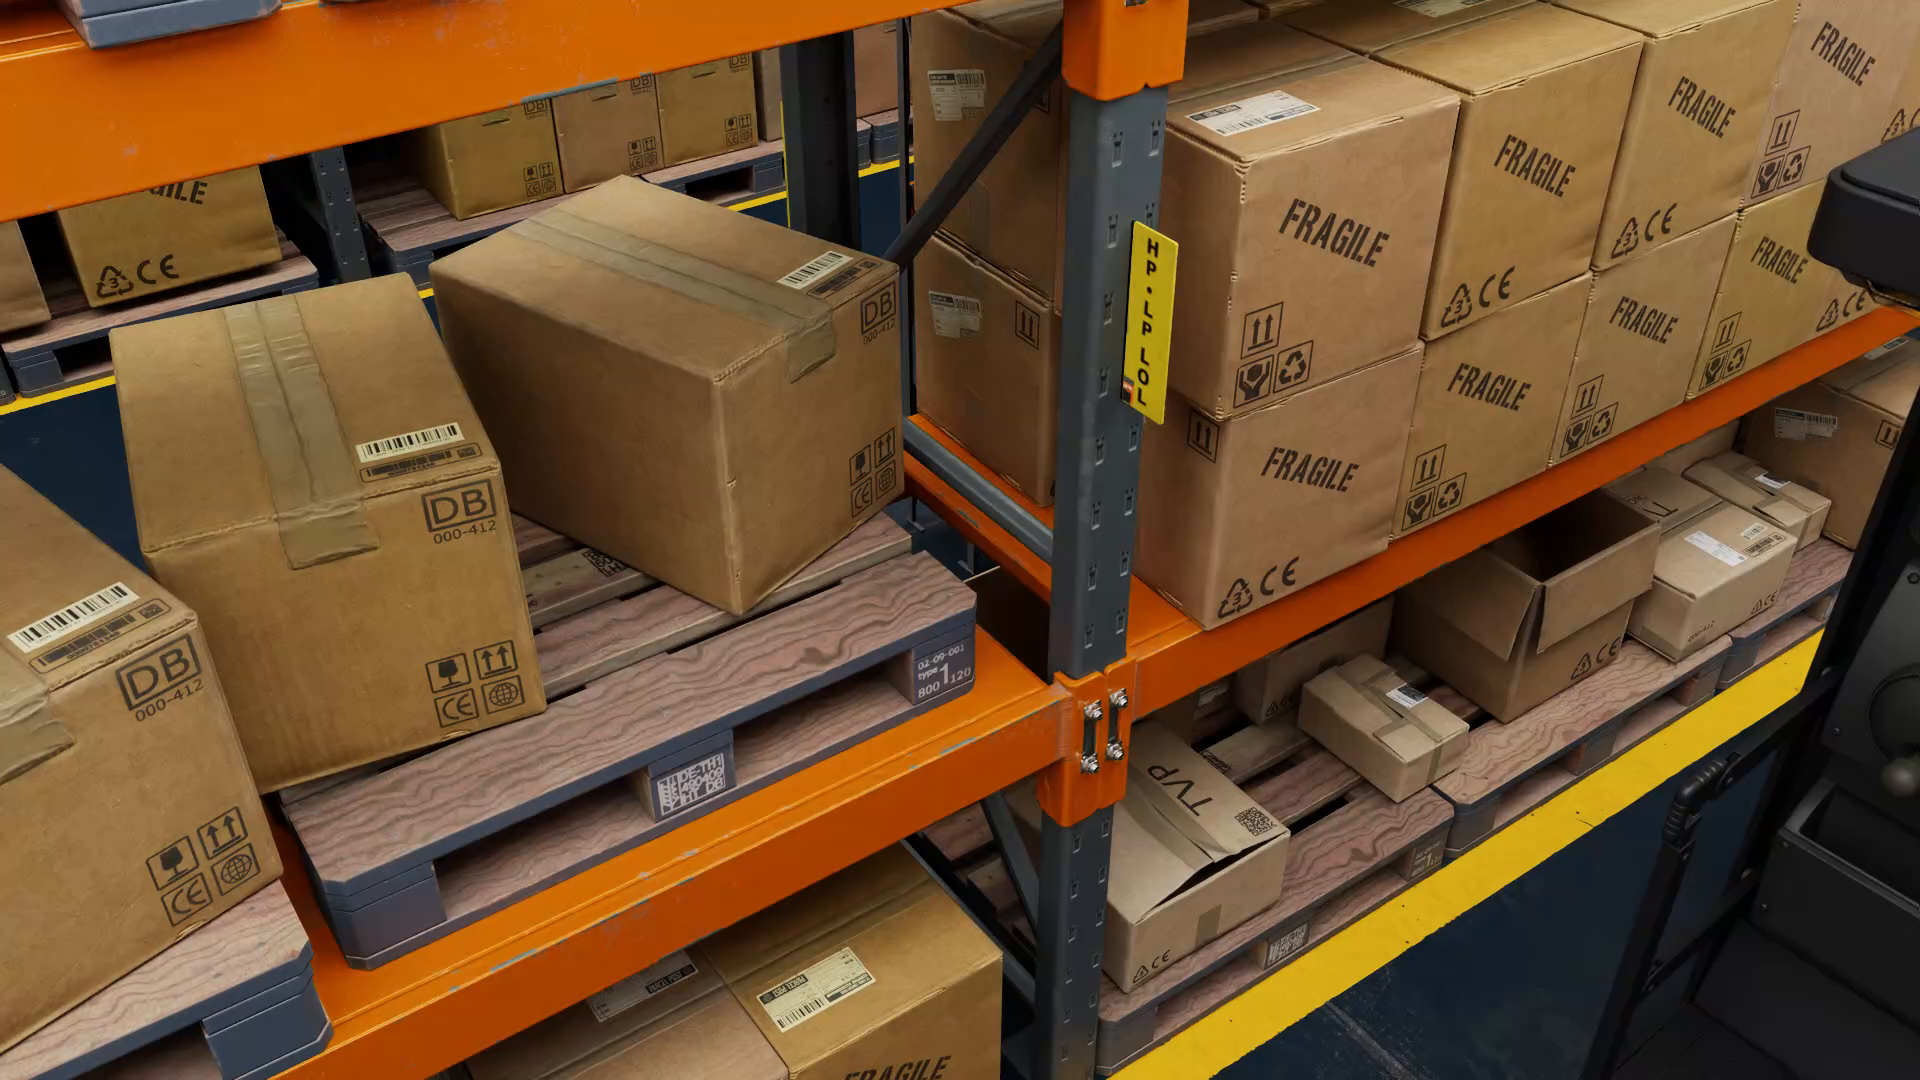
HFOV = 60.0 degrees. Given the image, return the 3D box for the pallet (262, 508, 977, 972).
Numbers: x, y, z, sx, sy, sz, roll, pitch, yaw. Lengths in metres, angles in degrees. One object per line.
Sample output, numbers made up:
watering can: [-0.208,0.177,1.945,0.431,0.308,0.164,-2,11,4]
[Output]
pallet: [-0.736,0.157,3.128,1.213,0.211,1.003,-22,41,-28]

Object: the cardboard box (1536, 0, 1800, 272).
cardboard box: [1.370,-0.955,3.567,0.500,0.500,0.500,-24,42,-29]

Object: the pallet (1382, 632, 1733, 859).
pallet: [1.541,0.351,5.081,1.213,0.211,1.003,-22,41,-28]

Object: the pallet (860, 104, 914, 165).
pallet: [-0.215,-2.408,8.917,1.213,0.211,1.003,-22,41,-28]

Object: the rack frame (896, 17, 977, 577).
rack frame: [-0.064,-0.826,5.100,0.015,2.100,0.400,-22,41,-28]

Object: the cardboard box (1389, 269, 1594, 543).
cardboard box: [0.971,-0.394,3.643,0.500,0.500,0.500,-22,41,-27]

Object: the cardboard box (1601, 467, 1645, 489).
cardboard box: [1.825,-0.162,5.384,0.500,0.250,0.500,-22,41,-28]

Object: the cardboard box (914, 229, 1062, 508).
cardboard box: [0.241,-0.469,3.748,0.500,0.500,0.500,-22,41,-27]

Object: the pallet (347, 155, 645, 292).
pallet: [-2.210,-1.587,7.776,1.213,0.211,1.003,-22,41,-28]

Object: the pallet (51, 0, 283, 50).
pallet: [-1.439,-0.743,1.806,1.003,0.211,1.213,-22,41,-28]

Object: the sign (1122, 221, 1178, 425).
sign: [0.303,-0.344,2.668,0.005,0.325,0.100,-22,41,-28]

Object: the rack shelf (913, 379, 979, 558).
rack shelf: [0.135,-0.329,5.631,0.480,0.518,0.431,-22,41,-28]

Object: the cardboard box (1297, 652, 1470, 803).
cardboard box: [1.150,0.500,4.536,0.250,0.166,0.380,-22,41,-28]

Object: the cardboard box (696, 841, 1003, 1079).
cardboard box: [-0.258,1.001,3.553,0.500,0.500,0.500,-23,41,-28]

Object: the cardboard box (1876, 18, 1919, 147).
cardboard box: [2.211,-1.302,4.049,0.500,0.500,0.500,-21,41,-27]

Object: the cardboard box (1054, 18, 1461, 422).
cardboard box: [0.528,-0.609,3.085,0.500,0.500,0.500,-21,41,-27]

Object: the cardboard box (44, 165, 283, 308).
cardboard box: [-3.333,-1.518,6.773,0.750,0.750,0.750,-22,41,-27]

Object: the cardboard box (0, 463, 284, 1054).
cardboard box: [-1.428,0.275,2.354,0.700,0.500,0.500,26,43,32]

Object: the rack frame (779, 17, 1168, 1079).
rack frame: [-0.019,-0.138,3.373,0.127,3.000,1.000,-22,41,-28]

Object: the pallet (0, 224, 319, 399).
pallet: [-3.464,-1.073,7.062,1.213,0.211,1.003,-22,41,-28]

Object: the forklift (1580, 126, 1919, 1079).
forklift: [1.797,0.442,2.625,3.031,2.935,1.130,-25,43,-31]

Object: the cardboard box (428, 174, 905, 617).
cardboard box: [-0.536,-0.296,3.148,0.700,0.500,0.500,22,41,28]

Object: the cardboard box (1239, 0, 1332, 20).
cardboard box: [0.662,-1.052,3.701,0.500,0.500,0.500,-23,42,-29]

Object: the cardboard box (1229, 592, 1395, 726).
cardboard box: [0.896,0.196,4.835,0.500,0.311,0.500,-22,41,-28]

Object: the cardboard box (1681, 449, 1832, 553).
cardboard box: [2.565,-0.118,5.395,0.250,0.166,0.380,-22,41,-28]

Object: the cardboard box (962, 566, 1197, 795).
cardboard box: [0.283,0.371,4.429,0.500,0.500,0.500,-22,41,-28]

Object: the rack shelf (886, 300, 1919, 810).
rack shelf: [1.615,-0.519,4.518,4.000,0.370,1.077,-22,41,-28]

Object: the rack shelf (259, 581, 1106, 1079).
rack shelf: [-1.654,0.827,2.647,4.000,0.370,1.077,-22,41,-28]

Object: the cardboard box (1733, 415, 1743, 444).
cardboard box: [2.506,-0.451,5.858,0.250,0.166,0.380,-22,41,-28]

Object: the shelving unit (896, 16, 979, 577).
shelving unit: [0.135,-0.908,5.214,0.503,2.100,0.431,-22,41,-28]

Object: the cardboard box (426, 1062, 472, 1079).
cardboard box: [-1.077,1.332,3.093,0.500,0.500,0.500,-22,41,-27]

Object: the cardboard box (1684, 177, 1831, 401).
cardboard box: [1.796,-0.733,4.114,0.500,0.500,0.500,-23,42,-28]

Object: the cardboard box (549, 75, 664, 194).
cardboard box: [-1.793,-2.027,7.780,0.500,0.500,0.700,-23,42,-28]

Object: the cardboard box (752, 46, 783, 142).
cardboard box: [-0.941,-2.381,8.273,0.500,0.500,0.700,-24,42,-29]
